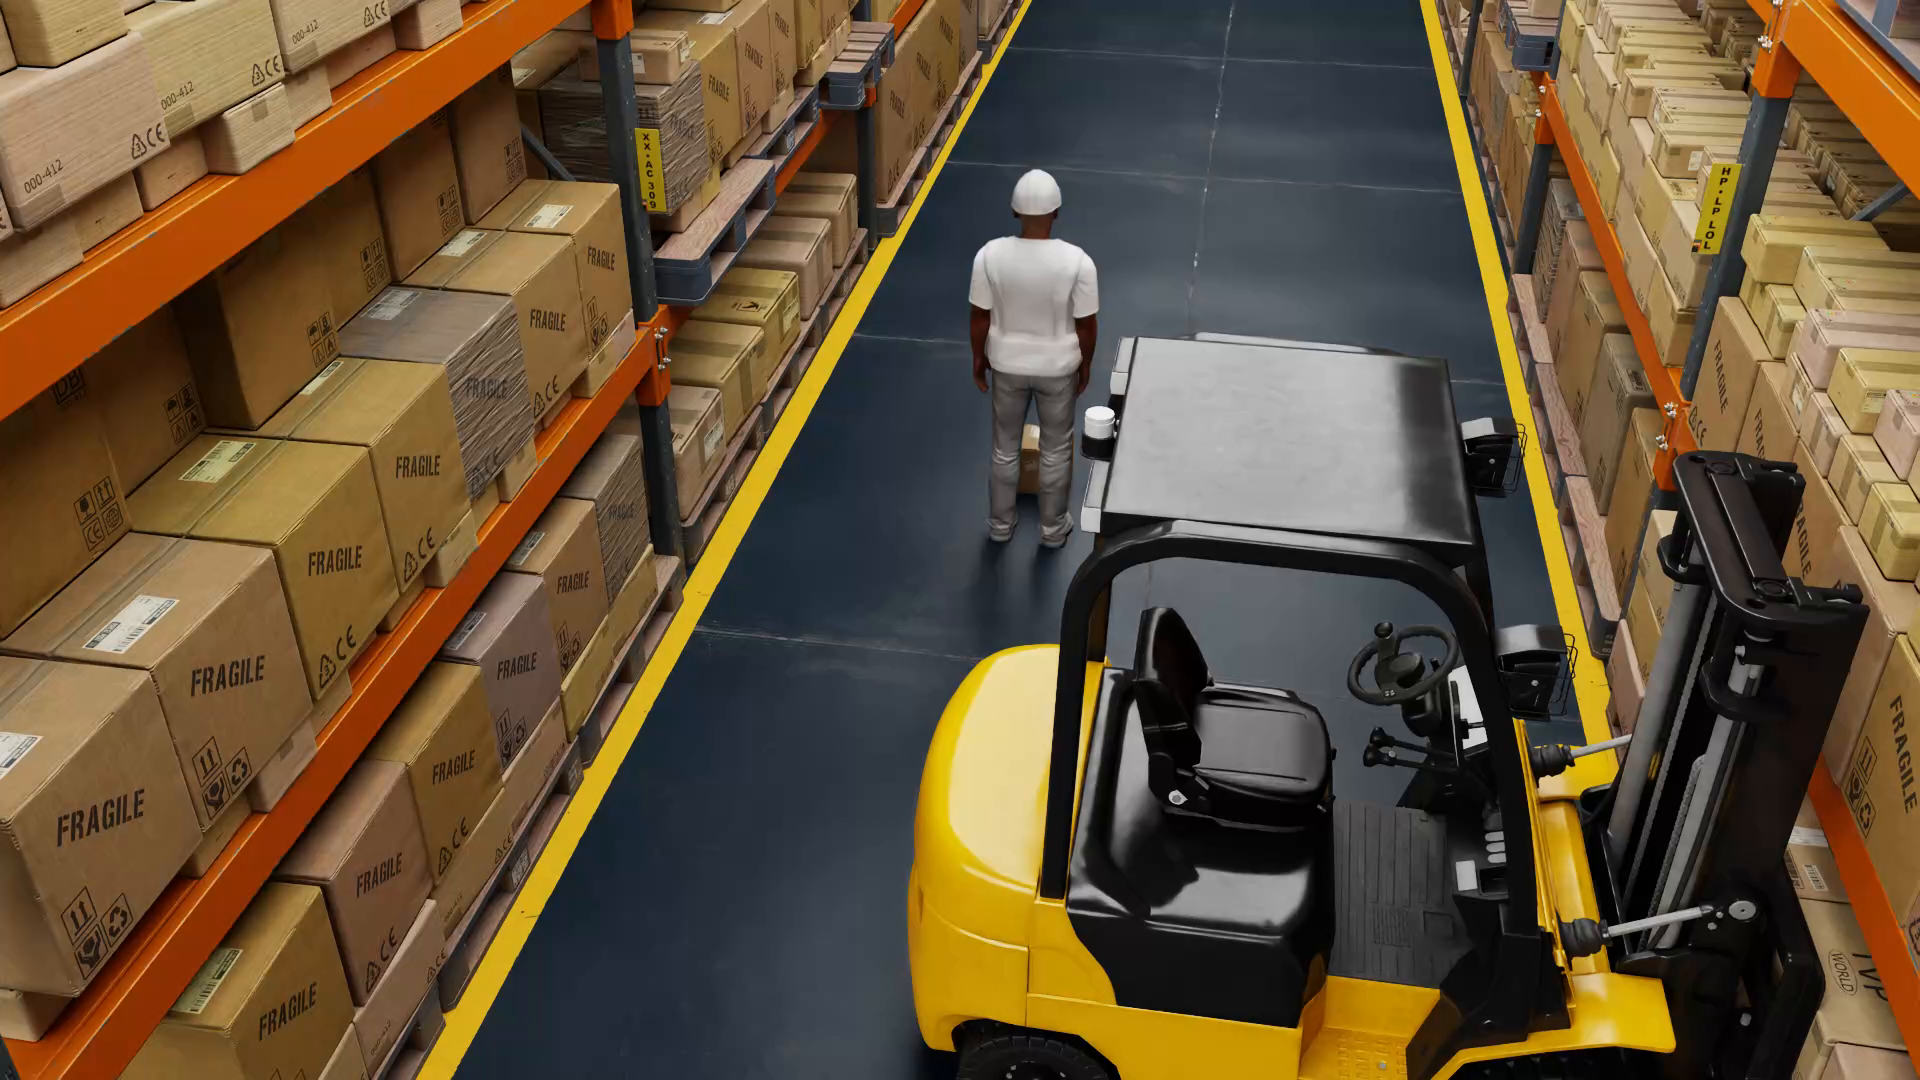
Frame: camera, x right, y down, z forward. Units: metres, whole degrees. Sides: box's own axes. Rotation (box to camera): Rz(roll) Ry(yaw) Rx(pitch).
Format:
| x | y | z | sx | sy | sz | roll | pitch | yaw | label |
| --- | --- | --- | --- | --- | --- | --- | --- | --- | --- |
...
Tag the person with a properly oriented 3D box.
| x | y | z | sx | sy | sz | roll | pitch | yaw | label |
| --- | --- | --- | --- | --- | --- | --- | --- | --- | --- |
| 0.320 | -1.073 | 7.149 | 0.560 | 1.065 | 0.344 | 6 | 33 | 9 | person |
